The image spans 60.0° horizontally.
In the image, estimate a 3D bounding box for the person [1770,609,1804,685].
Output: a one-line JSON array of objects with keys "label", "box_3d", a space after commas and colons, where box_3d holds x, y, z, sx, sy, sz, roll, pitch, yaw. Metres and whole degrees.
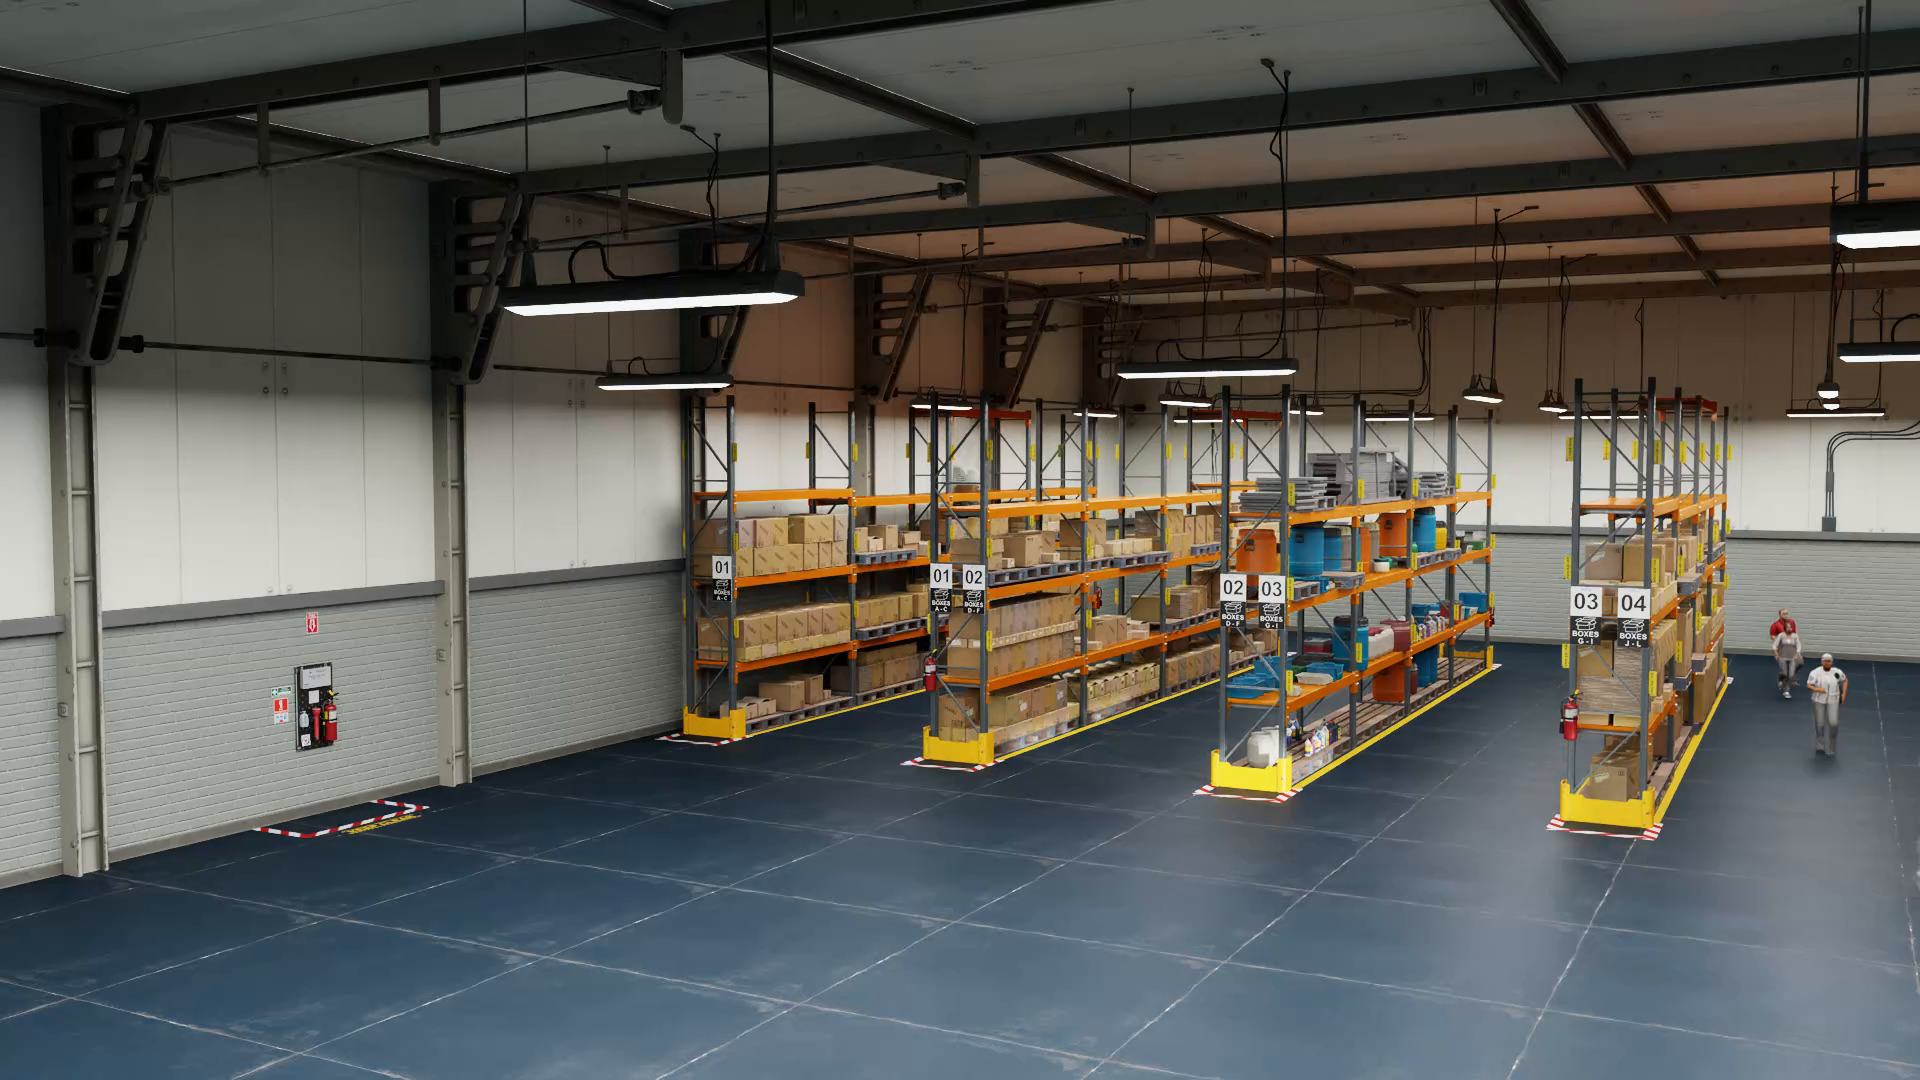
[{"label": "person", "box_3d": [17.699, 2.299, 35.569, 0.740, 1.643, 0.550, 0, 3, -3]}]

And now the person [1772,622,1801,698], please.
[{"label": "person", "box_3d": [16.931, 2.448, 34.043, 0.528, 1.557, 0.575, 1, 3, 17]}]

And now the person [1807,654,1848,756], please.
[{"label": "person", "box_3d": [14.378, 2.738, 27.582, 0.613, 1.723, 0.711, 1, 3, 25]}]
